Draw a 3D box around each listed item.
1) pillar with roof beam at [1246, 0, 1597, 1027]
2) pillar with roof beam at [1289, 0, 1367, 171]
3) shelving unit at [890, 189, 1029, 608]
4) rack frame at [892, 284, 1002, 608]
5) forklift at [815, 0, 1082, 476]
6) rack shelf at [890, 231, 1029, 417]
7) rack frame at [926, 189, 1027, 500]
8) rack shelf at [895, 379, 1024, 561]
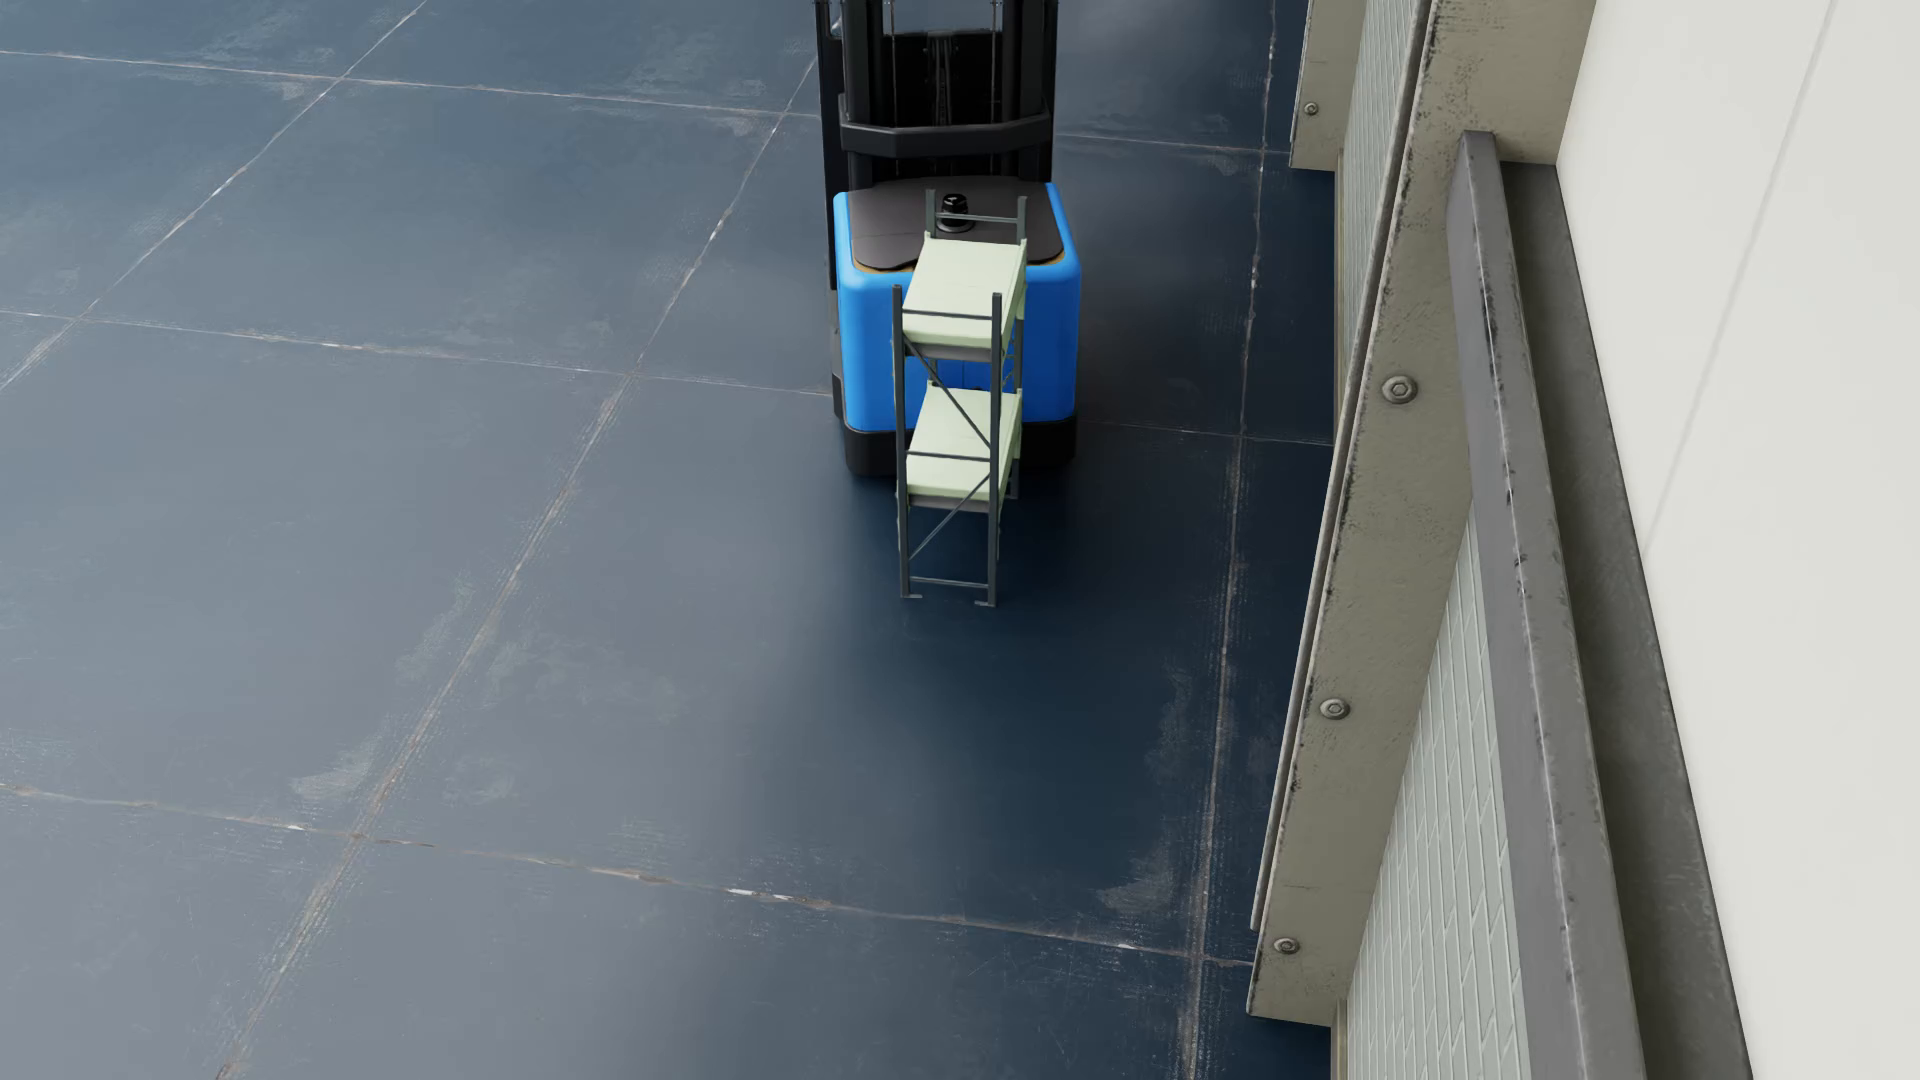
[{"bbox_3d":[-3.125,-2.513,3.227,9.100,9.000,0.400,6,40,8],"label":"pillar with roof beam"},{"bbox_3d":[-2.087,-6.279,7.782,9.100,9.000,0.400,6,40,8],"label":"pillar with roof beam"},{"bbox_3d":[0.008,-0.552,6.741,0.431,1.500,0.755,6,40,7],"label":"shelving unit"},{"bbox_3d":[-0.048,-0.322,6.462,0.400,1.500,0.023,6,40,7],"label":"rack frame"},{"bbox_3d":[-0.130,-2.346,7.788,1.130,2.935,3.031,-4,40,-4],"label":"forklift"},{"bbox_3d":[0.008,-0.853,6.492,0.431,0.370,0.720,6,40,7],"label":"rack shelf"},{"bbox_3d":[0.065,-0.783,7.020,0.400,1.500,0.023,6,40,7],"label":"rack frame"},{"bbox_3d":[0.008,-0.301,6.949,0.431,0.370,0.720,6,40,7],"label":"rack shelf"}]
